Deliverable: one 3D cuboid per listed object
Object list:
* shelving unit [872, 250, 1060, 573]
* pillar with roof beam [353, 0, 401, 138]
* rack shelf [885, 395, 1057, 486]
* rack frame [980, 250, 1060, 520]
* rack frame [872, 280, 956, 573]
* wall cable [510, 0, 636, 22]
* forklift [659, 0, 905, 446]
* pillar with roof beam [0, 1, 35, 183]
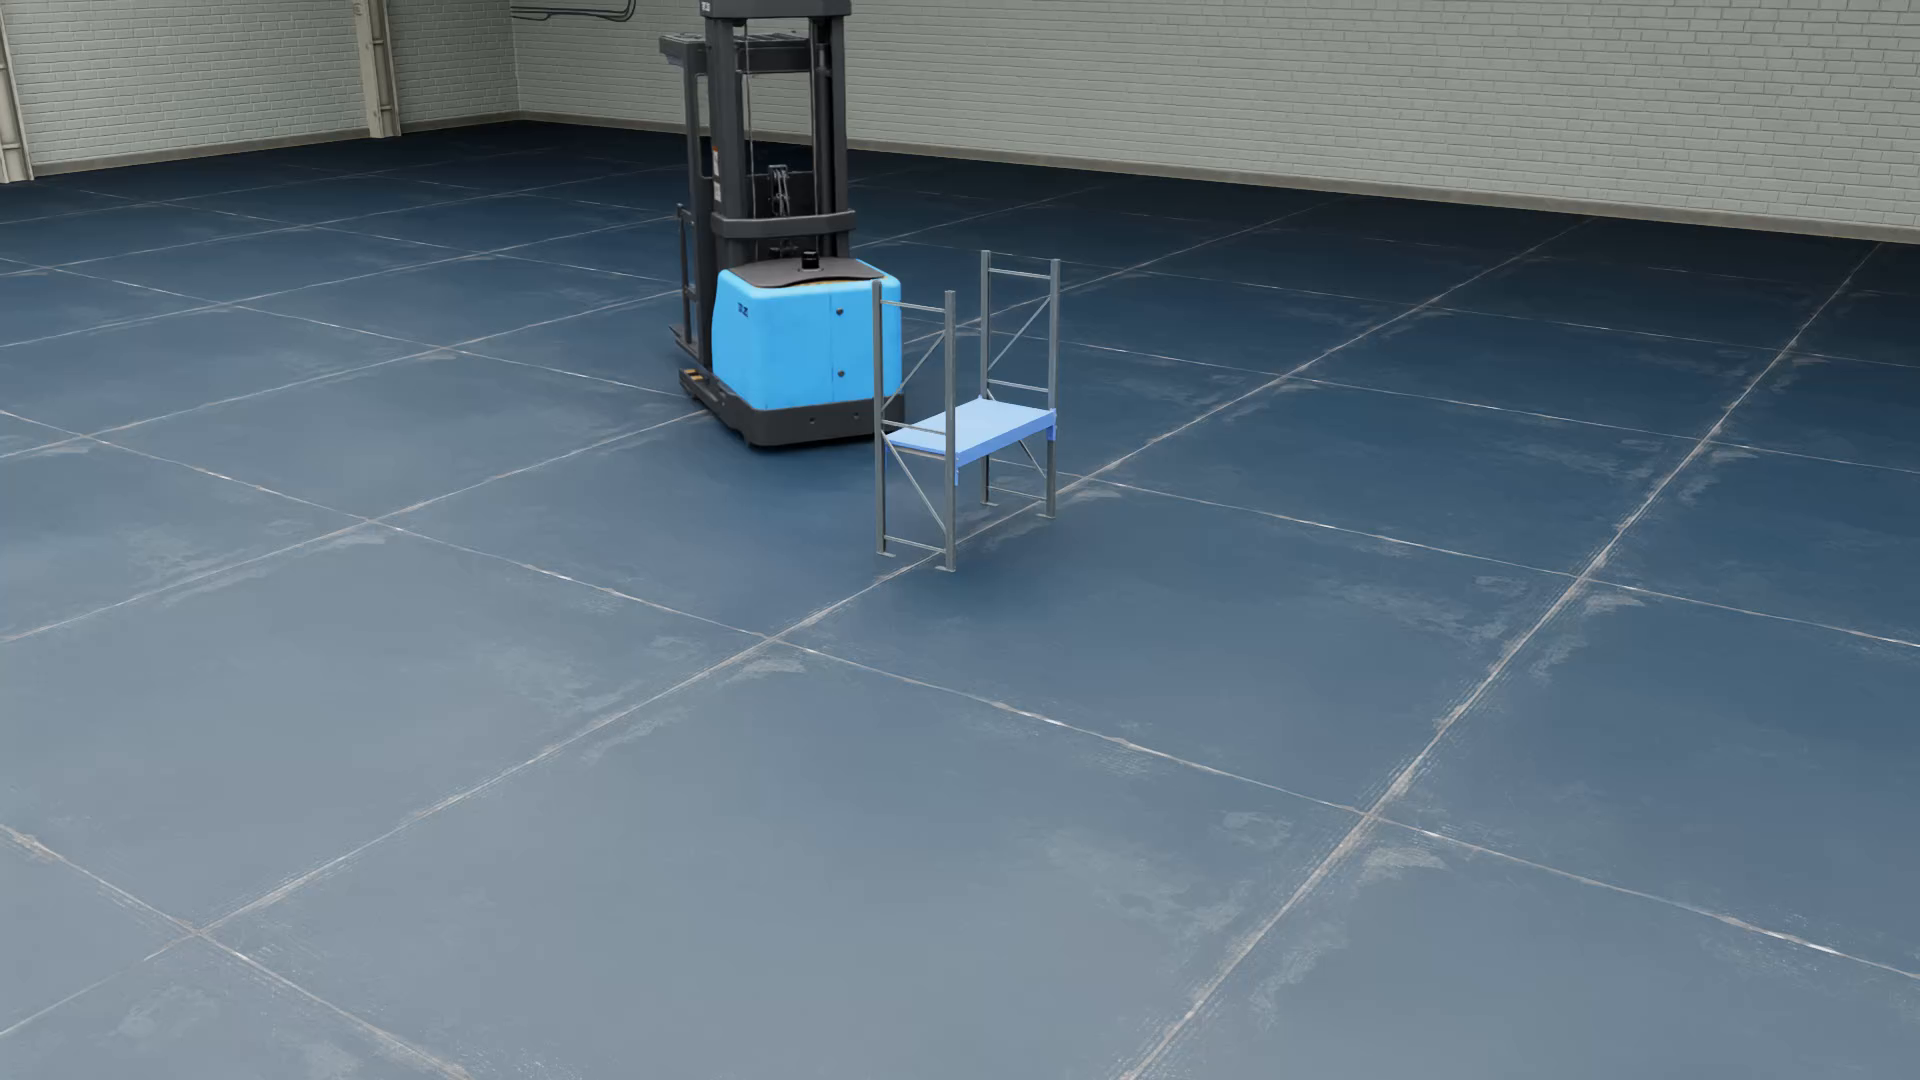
[{"bbox_3d":[0.048,-0.728,9.071,0.538,1.500,1.048,13,24,32],"label":"shelving unit"},{"bbox_3d":[-5.751,-9.922,23.117,9.100,9.000,0.400,13,24,32],"label":"pillar with roof beam"},{"bbox_3d":[0.048,-0.559,9.133,0.538,0.185,1.000,13,24,32],"label":"rack shelf"},{"bbox_3d":[0.334,-0.874,9.465,0.500,1.500,0.032,13,24,32],"label":"rack frame"},{"bbox_3d":[-0.238,-0.582,8.677,0.500,1.500,0.032,13,24,32],"label":"rack frame"},{"bbox_3d":[-6.562,-9.892,27.513,3.097,2.526,0.112,13,24,32],"label":"wall cable"},{"bbox_3d":[-1.415,-2.452,11.670,1.130,2.935,3.031,-8,22,-22],"label":"forklift"},{"bbox_3d":[-9.124,-8.200,18.463,9.100,9.000,0.400,13,24,32],"label":"pillar with roof beam"}]
